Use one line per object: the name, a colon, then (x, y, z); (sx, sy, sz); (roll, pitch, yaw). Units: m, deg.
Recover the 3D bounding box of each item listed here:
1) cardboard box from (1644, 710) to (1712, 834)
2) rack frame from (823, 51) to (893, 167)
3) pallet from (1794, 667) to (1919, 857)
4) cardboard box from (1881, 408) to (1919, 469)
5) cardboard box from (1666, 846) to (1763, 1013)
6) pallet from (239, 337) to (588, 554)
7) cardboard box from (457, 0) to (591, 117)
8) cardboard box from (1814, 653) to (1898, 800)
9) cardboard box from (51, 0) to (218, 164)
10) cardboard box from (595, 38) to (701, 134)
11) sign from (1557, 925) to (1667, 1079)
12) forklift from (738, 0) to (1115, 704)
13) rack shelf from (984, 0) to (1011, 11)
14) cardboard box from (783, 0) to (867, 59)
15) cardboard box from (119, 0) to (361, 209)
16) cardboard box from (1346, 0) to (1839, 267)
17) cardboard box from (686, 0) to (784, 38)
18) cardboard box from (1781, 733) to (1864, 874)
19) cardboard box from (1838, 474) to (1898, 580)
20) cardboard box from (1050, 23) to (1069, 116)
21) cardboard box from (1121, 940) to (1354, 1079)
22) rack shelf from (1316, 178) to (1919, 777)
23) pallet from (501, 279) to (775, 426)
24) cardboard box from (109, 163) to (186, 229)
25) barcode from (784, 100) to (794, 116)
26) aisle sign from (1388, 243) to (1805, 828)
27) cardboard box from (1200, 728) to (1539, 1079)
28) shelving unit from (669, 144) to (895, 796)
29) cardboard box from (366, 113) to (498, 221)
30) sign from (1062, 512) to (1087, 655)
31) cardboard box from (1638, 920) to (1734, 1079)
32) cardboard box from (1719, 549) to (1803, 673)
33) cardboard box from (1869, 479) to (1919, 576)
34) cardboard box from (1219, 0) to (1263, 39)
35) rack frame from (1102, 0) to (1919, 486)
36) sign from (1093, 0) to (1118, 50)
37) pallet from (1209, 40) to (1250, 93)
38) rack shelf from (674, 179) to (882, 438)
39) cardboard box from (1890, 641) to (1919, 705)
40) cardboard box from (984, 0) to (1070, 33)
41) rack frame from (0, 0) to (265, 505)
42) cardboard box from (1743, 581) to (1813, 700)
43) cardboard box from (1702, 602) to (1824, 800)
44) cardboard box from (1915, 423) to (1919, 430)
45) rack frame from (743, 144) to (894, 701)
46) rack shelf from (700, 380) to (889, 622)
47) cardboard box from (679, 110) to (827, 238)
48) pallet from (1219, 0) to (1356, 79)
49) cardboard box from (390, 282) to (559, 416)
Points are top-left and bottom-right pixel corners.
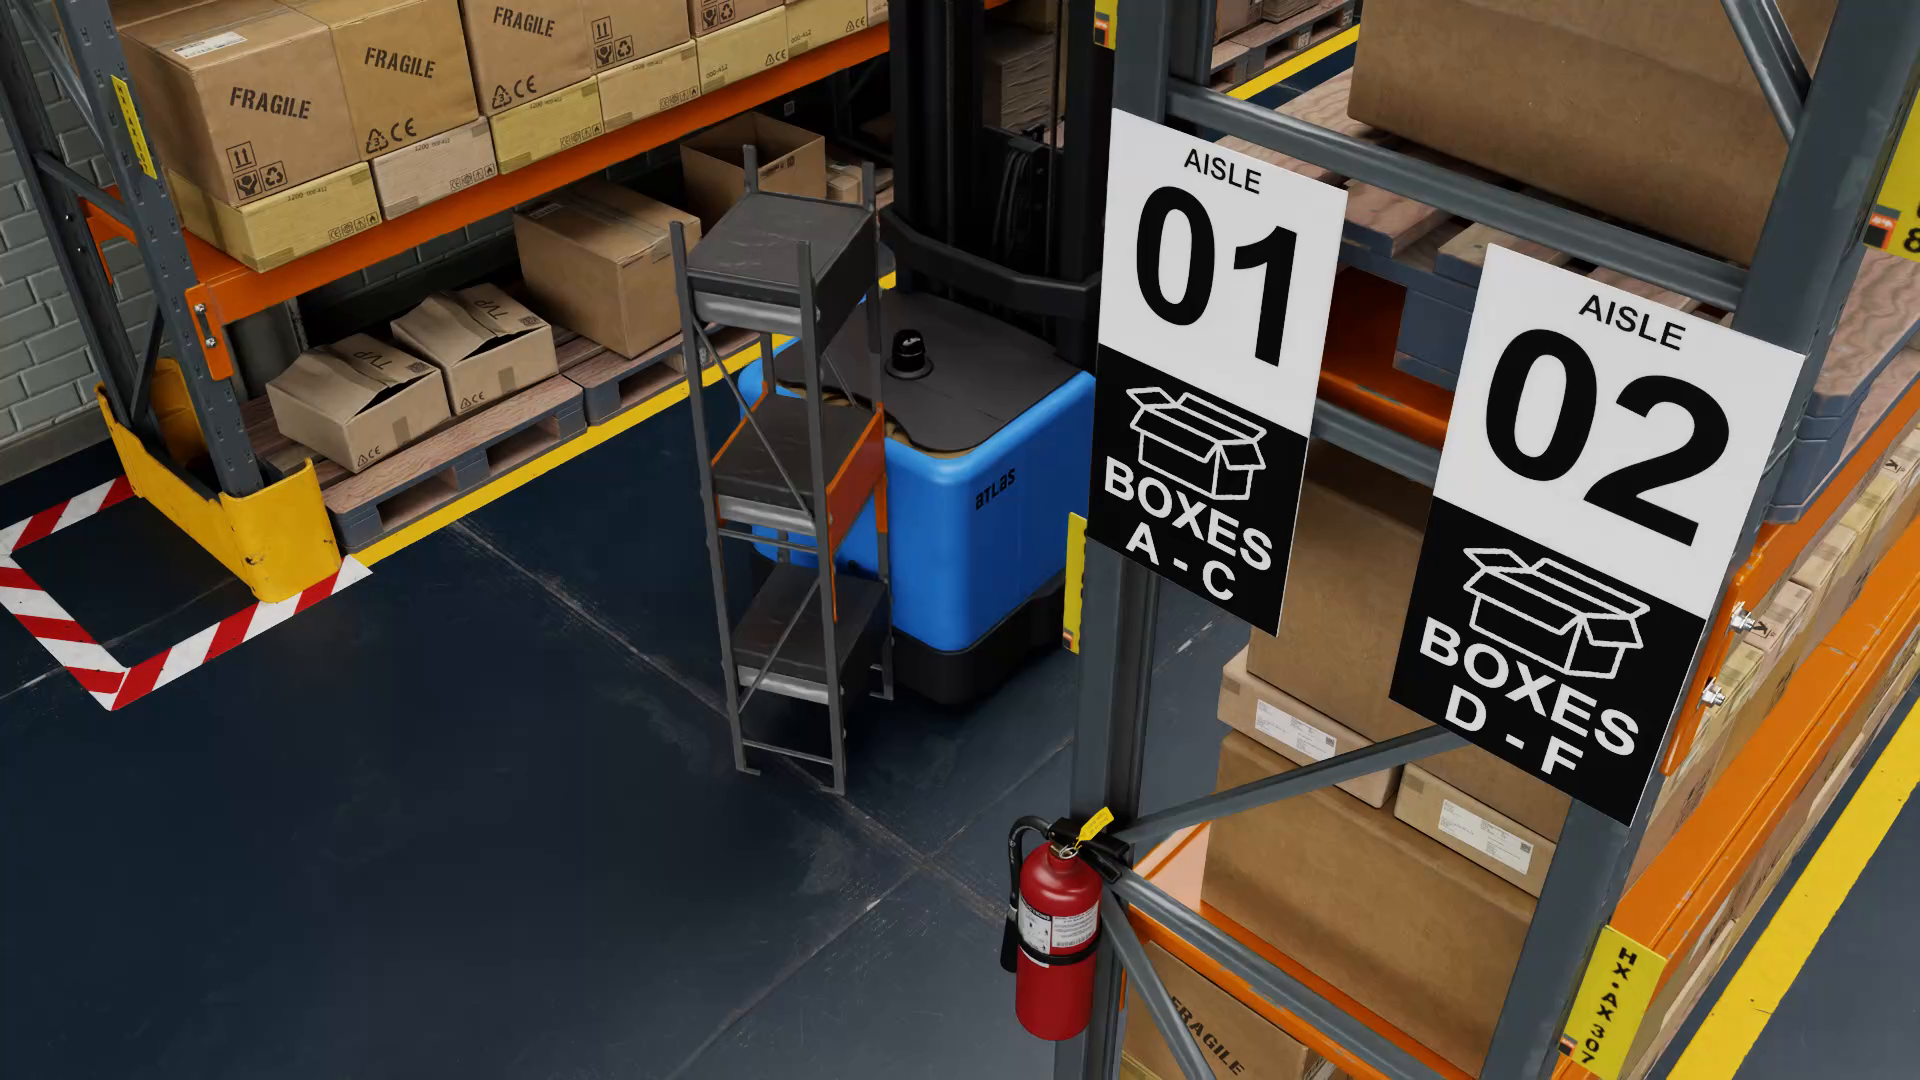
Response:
cardboard box: (1.228, 0.372, 3.271); (0.380, 0.149, 0.250); (28, 46, 31)
rack frame: (-0.333, -3.039, 8.162); (1.000, 3.000, 0.127); (30, 47, 32)
pallet: (2.759, 0.479, 5.978); (1.003, 0.211, 1.213); (30, 47, 32)
cardboard box: (2.016, -0.609, 3.983); (0.700, 0.500, 0.500); (30, 47, 32)
cardboard box: (1.818, 0.877, 4.507); (0.500, 0.500, 0.500); (30, 47, 32)
pallet: (-2.406, -0.503, 7.213); (1.003, 0.211, 1.213); (30, 47, 32)
cardboard box: (-1.793, -1.995, 6.350); (0.500, 0.500, 0.500); (28, 46, 31)
cardboard box: (2.494, 0.419, 5.083); (0.500, 0.500, 0.500); (30, 47, 32)
cardboard box: (-2.870, -1.750, 6.042); (0.500, 0.500, 0.500); (29, 47, 31)
cardboard box: (-1.437, -1.949, 6.895); (0.500, 0.250, 0.500); (30, 47, 32)
sign: (1.033, 0.743, 2.646); (0.100, 0.325, 0.005); (30, 47, 32)
forklift: (0.522, -1.420, 6.181); (1.130, 2.935, 3.031); (26, 46, 29)
rack shelf: (1.017, -3.676, 9.541); (1.077, 0.370, 4.000); (30, 47, 32)
cardboard box: (-0.771, -2.418, 7.485); (0.500, 0.250, 0.500); (30, 47, 32)
cardboard box: (-2.487, -1.537, 5.775); (0.500, 0.500, 0.500); (30, 47, 32)
cardboard box: (1.019, -0.819, 2.427); (0.637, 0.503, 0.797); (-31, 48, -33)
cardboard box: (-1.104, -2.476, 6.956); (0.500, 0.500, 0.500); (28, 46, 31)
cardboard box: (2.504, 0.718, 5.309); (0.500, 0.250, 0.500); (30, 47, 32)
cardboard box: (1.919, -0.098, 3.862); (0.380, 0.149, 0.250); (29, 47, 31)
cardboard box: (0.463, -2.836, 9.562); (0.700, 0.500, 0.500); (29, 47, 31)
cardboard box: (0.770, 1.124, 4.196); (0.500, 0.500, 0.500); (30, 47, 32)
rack shelf: (1.977, -0.934, 3.683); (1.077, 0.370, 4.000); (30, 47, 32)
pallet: (-1.583, -1.061, 7.915); (1.003, 0.211, 1.213); (30, 47, 32)
cardboard box: (-2.859, -1.446, 6.263); (0.500, 0.250, 0.500); (30, 48, 32)
barcode: (-0.874, -2.211, 8.518); (0.001, 0.075, 0.075); (30, 47, 32)
aisle sign: (0.810, 0.018, 2.228); (0.394, 0.787, 0.004); (30, 47, 32)
cardboard box: (0.952, 0.629, 3.469); (0.700, 0.500, 0.500); (30, 47, 32)
shelving unit: (-0.508, -0.137, 5.235); (0.431, 2.100, 0.503); (11, 40, 14)
cardboard box: (-2.128, -1.486, 6.313); (0.500, 0.250, 0.500); (28, 46, 31)
sign: (0.237, 0.097, 3.097); (0.100, 0.325, 0.005); (30, 47, 32)
cardboard box: (1.826, 1.175, 4.734); (0.500, 0.250, 0.500); (30, 47, 32)
cardboard box: (1.339, -0.147, 3.402); (0.700, 0.500, 0.500); (28, 46, 31)
cardboard box: (2.339, -0.319, 4.661); (0.700, 0.500, 0.500); (30, 48, 32)
cardboard box: (1.485, -3.530, 10.434); (0.700, 0.500, 0.500); (30, 47, 32)
rack frame: (0.628, -1.471, 1.370); (1.000, 3.000, 0.127); (30, 47, 32)
sign: (0.237, -0.847, 2.347); (0.100, 0.325, 0.005); (30, 47, 32)
pallet: (1.014, -2.869, 10.188); (1.003, 0.211, 1.213); (30, 47, 32)
rack shelf: (-0.510, -0.675, 4.808); (0.431, 0.518, 0.480); (11, 40, 14)
cardboard box: (3.175, 0.256, 5.890); (0.500, 0.250, 0.500); (30, 47, 32)
cardboard box: (0.446, -3.075, 9.260); (0.500, 0.250, 0.500); (29, 47, 31)
rack frame: (-3.031, -1.201, 5.851); (1.000, 3.000, 0.127); (30, 47, 32)
cardboard box: (1.569, 0.143, 3.559); (0.380, 0.149, 0.250); (29, 47, 31)
cardboard box: (1.642, 0.160, 4.059); (0.700, 0.500, 0.500); (30, 47, 32)
cardboard box: (2.266, -0.333, 4.157); (0.380, 0.149, 0.250); (31, 48, 33)
rack frame: (-0.433, -0.282, 5.416); (0.400, 2.100, 0.015); (11, 40, 14)
rack shelf: (-0.508, -0.127, 5.243); (0.431, 0.518, 0.480); (11, 40, 14)
cardboard box: (-1.003, -1.739, 8.182); (0.500, 0.500, 0.500); (26, 45, 29)
pallet: (1.838, -3.427, 10.890); (1.003, 0.211, 1.213); (30, 47, 32)
cardboard box: (-2.113, -0.863, 7.232); (0.500, 0.311, 0.500); (-30, 47, -32)
